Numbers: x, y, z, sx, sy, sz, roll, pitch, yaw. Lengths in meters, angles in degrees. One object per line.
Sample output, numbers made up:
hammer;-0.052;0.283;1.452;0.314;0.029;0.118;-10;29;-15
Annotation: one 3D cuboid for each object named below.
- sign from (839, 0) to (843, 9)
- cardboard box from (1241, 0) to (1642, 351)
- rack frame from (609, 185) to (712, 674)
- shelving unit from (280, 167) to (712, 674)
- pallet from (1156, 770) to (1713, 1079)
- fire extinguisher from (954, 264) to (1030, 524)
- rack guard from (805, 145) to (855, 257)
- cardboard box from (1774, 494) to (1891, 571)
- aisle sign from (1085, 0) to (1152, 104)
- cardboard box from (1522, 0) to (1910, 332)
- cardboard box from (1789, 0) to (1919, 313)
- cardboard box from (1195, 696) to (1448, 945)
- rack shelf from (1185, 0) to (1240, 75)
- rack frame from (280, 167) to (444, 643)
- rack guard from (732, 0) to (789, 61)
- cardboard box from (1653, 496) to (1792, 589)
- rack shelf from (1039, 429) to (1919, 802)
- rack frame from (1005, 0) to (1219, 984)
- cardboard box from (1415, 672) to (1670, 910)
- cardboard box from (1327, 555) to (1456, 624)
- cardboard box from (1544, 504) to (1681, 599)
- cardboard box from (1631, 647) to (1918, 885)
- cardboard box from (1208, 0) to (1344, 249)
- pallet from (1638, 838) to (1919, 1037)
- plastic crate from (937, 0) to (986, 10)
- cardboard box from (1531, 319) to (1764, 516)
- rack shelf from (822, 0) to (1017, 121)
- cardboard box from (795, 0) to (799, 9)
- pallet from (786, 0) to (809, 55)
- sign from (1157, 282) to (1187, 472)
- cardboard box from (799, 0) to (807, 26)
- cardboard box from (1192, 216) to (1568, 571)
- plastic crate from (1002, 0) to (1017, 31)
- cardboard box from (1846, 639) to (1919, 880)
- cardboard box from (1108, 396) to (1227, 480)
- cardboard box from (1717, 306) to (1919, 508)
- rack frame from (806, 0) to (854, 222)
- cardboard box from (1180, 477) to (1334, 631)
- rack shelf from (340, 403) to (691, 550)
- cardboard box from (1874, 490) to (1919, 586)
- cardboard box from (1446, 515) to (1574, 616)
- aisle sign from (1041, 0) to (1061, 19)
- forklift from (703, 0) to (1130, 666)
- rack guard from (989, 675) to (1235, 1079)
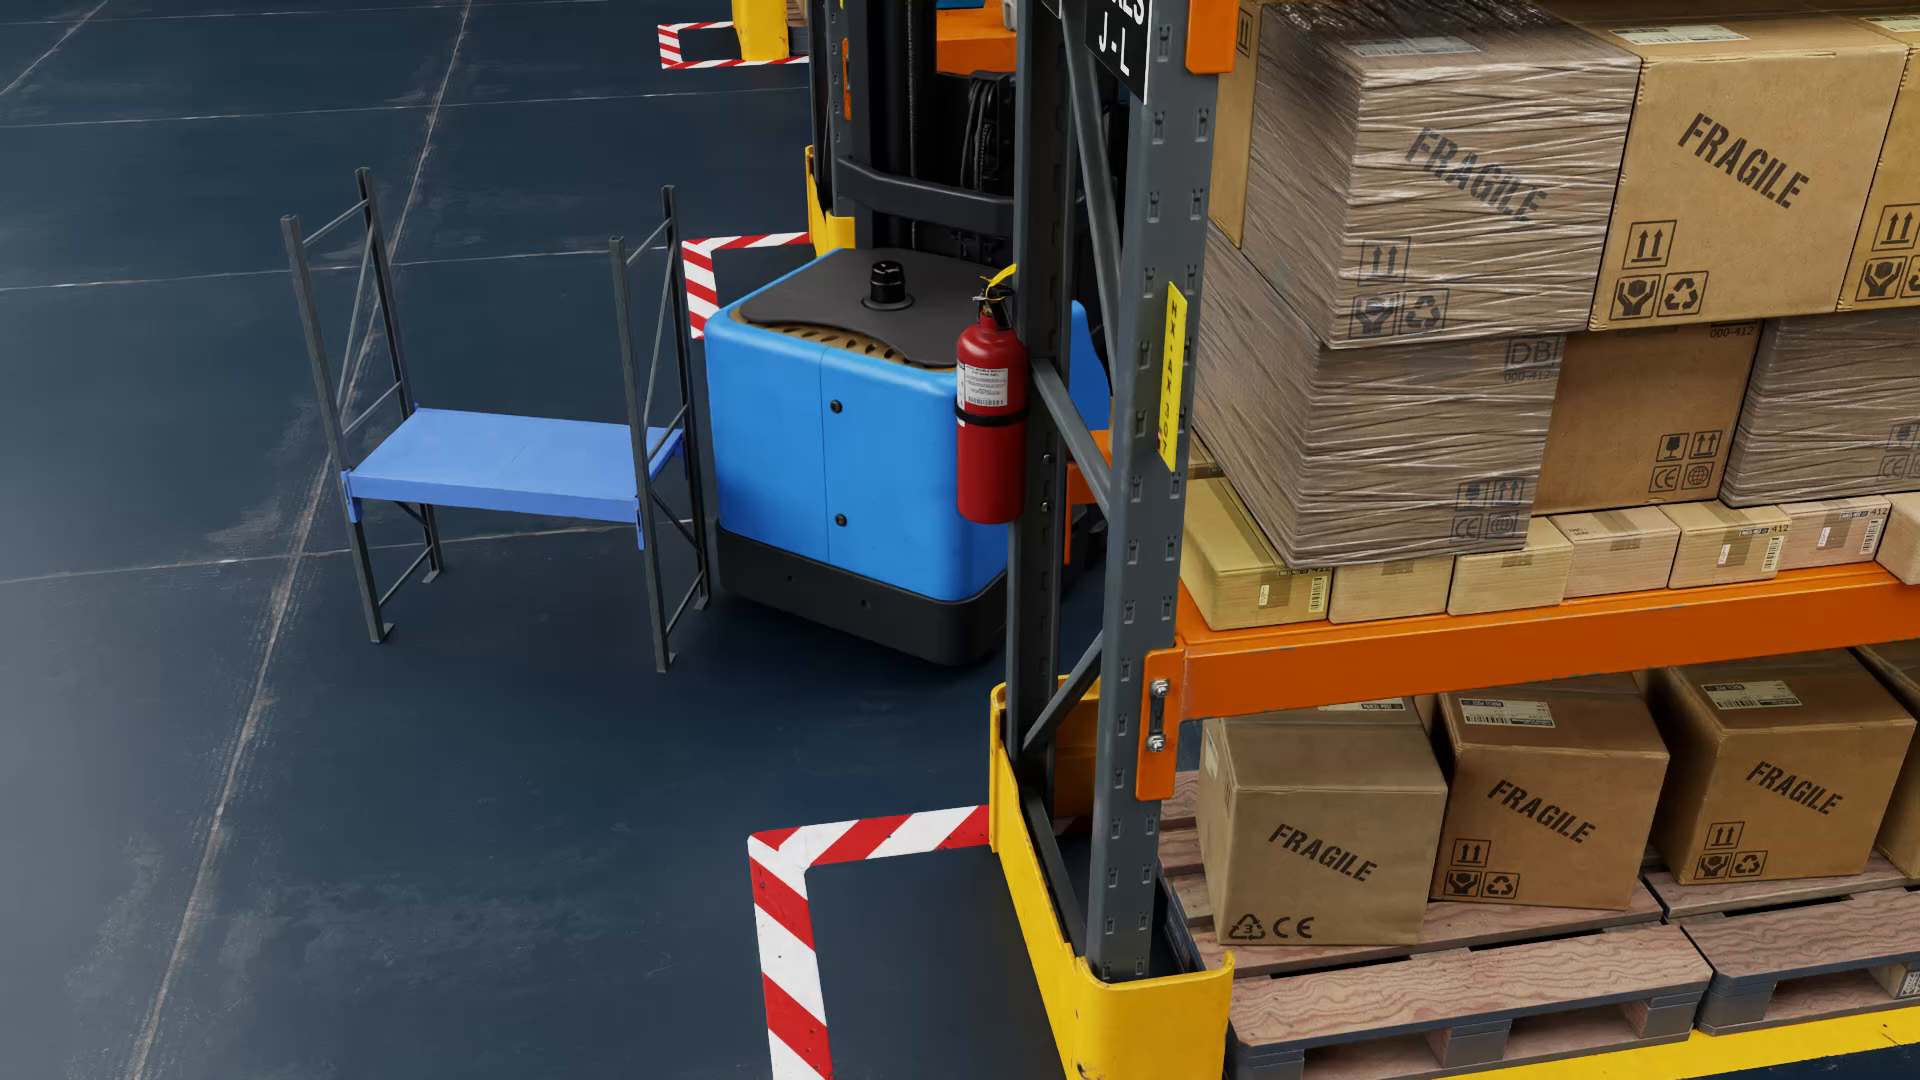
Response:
sign;-0.524;-2.496;7.263;0.005;0.325;0.100;-5;31;-9
cardboard box;0.863;-0.699;3.100;0.500;0.500;0.500;-5;31;-9
rack frame;-0.943;-0.330;5.332;0.032;1.500;0.500;5;31;9
shelving unit;-1.443;-0.376;5.409;1.048;1.500;0.538;5;31;9
pallet;1.153;0.957;4.415;1.213;0.211;1.003;-5;31;-9
fire extinguisher;0.077;-0.368;3.993;0.183;0.674;0.296;-5;31;-9
rack guard;-0.553;-1.604;8.485;0.348;0.500;1.175;-5;31;-9
cardboard box;1.825;-0.098;3.706;0.250;0.149;0.380;-5;31;-9
aisle sign;0.266;-1.147;2.677;0.004;0.787;0.394;-5;31;-9
cardboard box;1.356;-0.741;3.172;0.500;0.500;0.500;-5;31;-9
cardboard box;1.848;-0.787;3.251;0.500;0.500;0.500;-5;31;-9
cardboard box;0.890;0.666;4.210;0.500;0.500;0.500;0;30;0
rack shelf;2.240;-1.347;3.333;4.000;0.370;1.077;-5;31;-9
rack frame;-1.944;-0.421;5.487;0.032;1.500;0.500;5;31;9
rack guard;-1.531;-4.042;12.630;0.348;0.500;1.175;-5;31;-9
cardboard box;1.584;-0.062;3.644;0.250;0.149;0.380;-5;31;-9
rack shelf;2.240;-0.054;4.093;4.000;0.370;1.077;-5;31;-9
rack frame;0.273;-0.182;3.600;0.127;3.000;1.000;-5;31;-9
cardboard box;1.472;0.594;4.332;0.500;0.500;0.500;2;31;4
cardboard box;0.846;0.006;3.528;0.250;0.149;0.380;-5;31;-9
cardboard box;1.336;-0.043;3.611;0.250;0.149;0.380;-5;31;-9
cardboard box;2.091;0.547;4.413;0.500;0.500;0.500;-3;31;-4
cardboard box;0.769;-0.958;3.541;0.500;0.500;0.500;-5;31;-9
pallet;2.351;0.847;4.601;1.213;0.211;1.003;-5;31;-9
plastic crate;-0.181;-2.782;8.169;0.616;0.251;0.499;-5;31;-9
cardboard box;1.289;-0.495;3.741;0.500;0.500;0.875;-5;31;-9
rack shelf;1.348;-2.524;8.293;4.000;0.370;1.077;-5;31;-9
cardboard box;-1.033;-4.313;12.925;0.500;0.250;0.500;-5;31;-9
pallet;-0.763;-4.010;12.861;1.213;0.211;1.003;-5;31;-9
sign;0.371;-0.285;2.921;0.005;0.325;0.100;-5;31;-9
cardboard box;-0.940;-4.055;12.486;0.500;0.250;0.500;-5;31;-9
cardboard box;0.819;-0.390;3.561;0.500;0.500;0.875;-5;31;-9
plastic crate;0.319;-2.459;7.733;0.250;0.136;0.298;-5;31;-9
cardboard box;2.648;0.518;4.462;0.500;0.500;0.500;-8;31;-13
cardboard box;0.516;-0.203;3.883;0.250;0.149;0.380;-5;31;-9
cardboard box;1.789;-0.519;3.782;0.500;0.500;0.875;-5;31;-9
rack frame;-0.619;-2.651;7.800;0.127;3.000;1.000;-5;31;-9
cardboard box;0.596;0.019;3.506;0.250;0.149;0.380;-5;31;-9
rack shelf;-1.443;-0.221;5.500;1.000;0.185;0.538;5;31;9
cardboard box;2.089;-0.069;3.657;0.250;0.149;0.380;-5;31;-9
cardboard box;1.094;-0.009;3.555;0.250;0.149;0.380;-5;31;-9
aisle sign;0.158;-1.447;3.186;0.004;0.787;0.394;-5;31;-9
forklift;0.344;-1.566;6.021;1.130;2.935;3.031;17;34;26
rack guard;0.348;0.889;4.246;0.348;0.500;1.175;-5;31;-9
